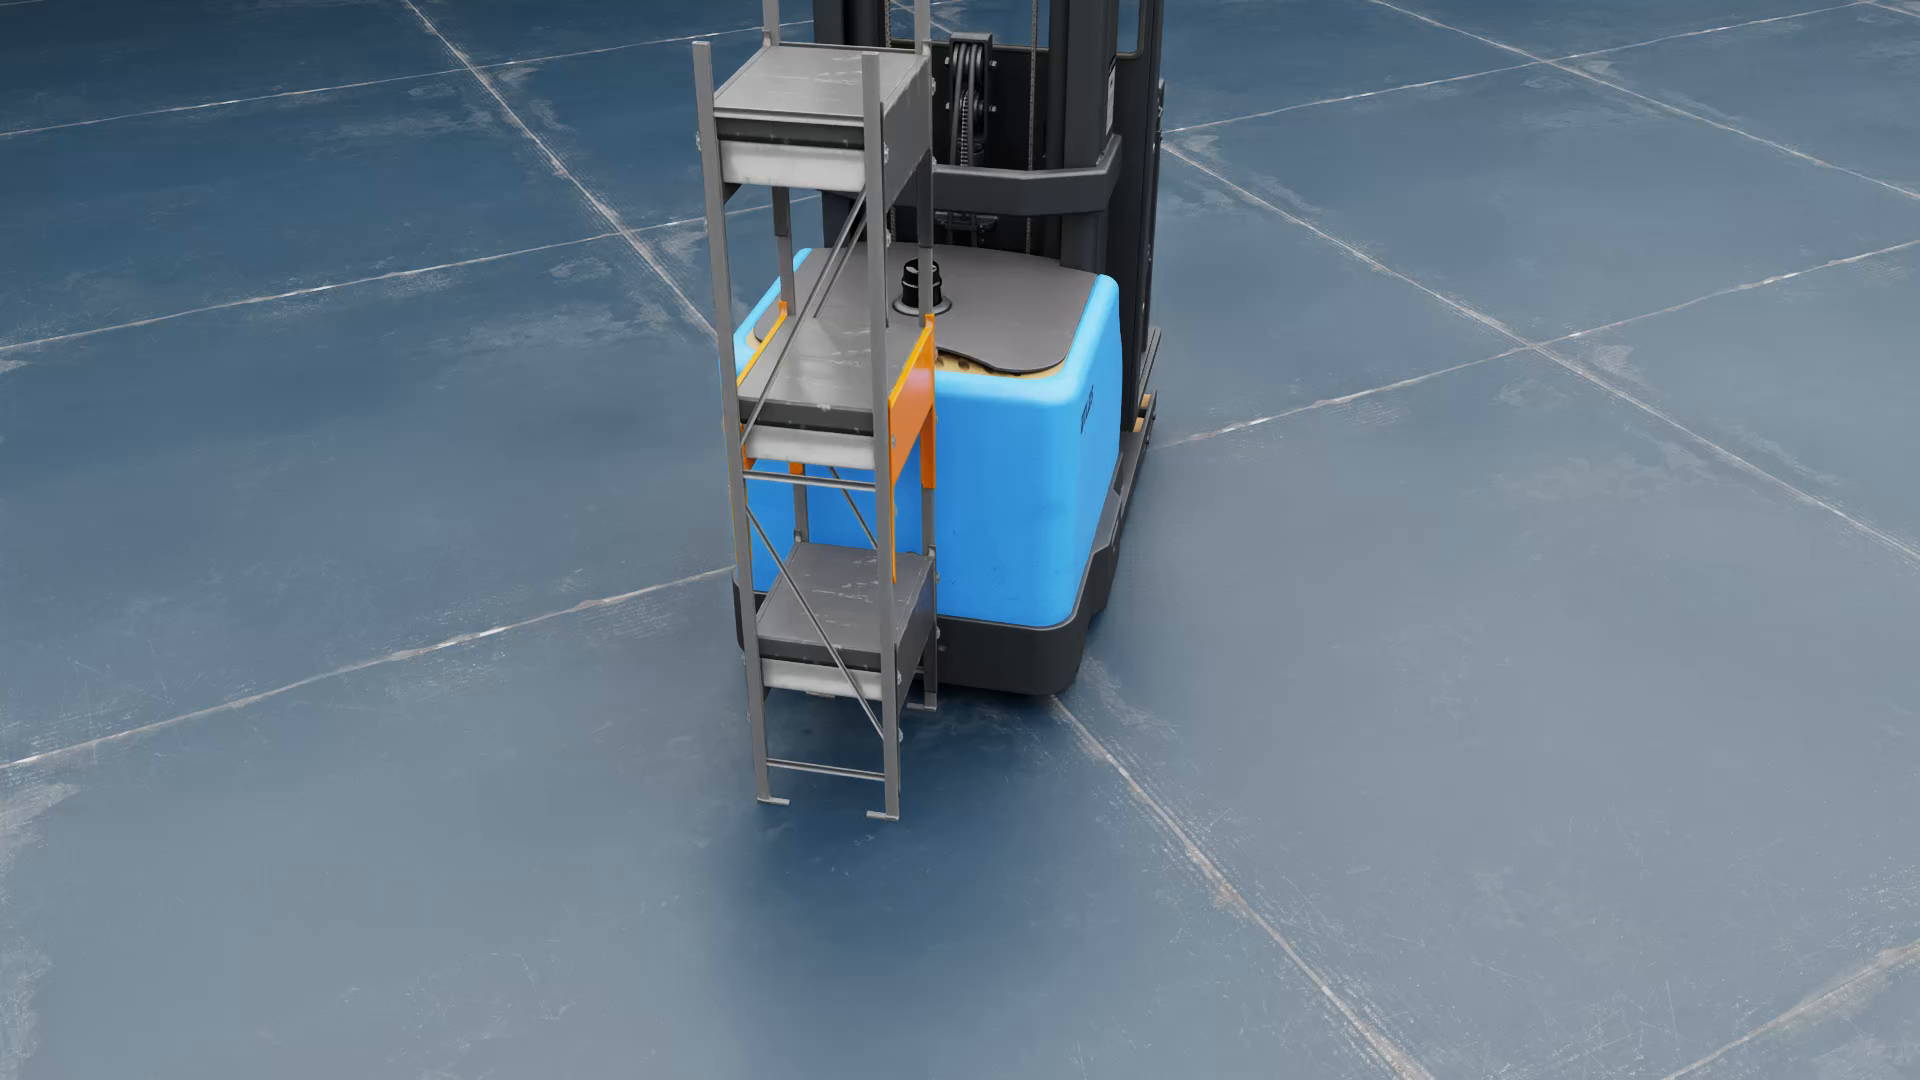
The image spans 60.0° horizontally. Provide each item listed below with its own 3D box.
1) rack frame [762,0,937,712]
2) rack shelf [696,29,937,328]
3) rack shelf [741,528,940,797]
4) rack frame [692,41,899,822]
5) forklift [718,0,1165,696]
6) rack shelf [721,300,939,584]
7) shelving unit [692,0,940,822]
[{"bbox_3d":[-0.267,-0.397,4.423,0.400,2.100,0.015,6,33,10],"label":"rack frame"},{"bbox_3d":[-0.315,-0.846,3.851,0.431,0.518,0.480,6,33,10],"label":"rack shelf"},{"bbox_3d":[-0.315,0.333,4.607,0.431,0.518,0.480,6,33,10],"label":"rack shelf"},{"bbox_3d":[-0.364,-0.139,4.020,0.400,2.100,0.015,6,33,10],"label":"rack frame"},{"bbox_3d":[0.137,-1.562,5.471,1.130,2.935,3.031,7,33,11],"label":"forklift"},{"bbox_3d":[-0.315,-0.256,4.229,0.431,0.518,0.480,6,33,10],"label":"rack shelf"},{"bbox_3d":[-0.315,-0.268,4.222,0.431,2.100,0.503,6,33,10],"label":"shelving unit"}]
